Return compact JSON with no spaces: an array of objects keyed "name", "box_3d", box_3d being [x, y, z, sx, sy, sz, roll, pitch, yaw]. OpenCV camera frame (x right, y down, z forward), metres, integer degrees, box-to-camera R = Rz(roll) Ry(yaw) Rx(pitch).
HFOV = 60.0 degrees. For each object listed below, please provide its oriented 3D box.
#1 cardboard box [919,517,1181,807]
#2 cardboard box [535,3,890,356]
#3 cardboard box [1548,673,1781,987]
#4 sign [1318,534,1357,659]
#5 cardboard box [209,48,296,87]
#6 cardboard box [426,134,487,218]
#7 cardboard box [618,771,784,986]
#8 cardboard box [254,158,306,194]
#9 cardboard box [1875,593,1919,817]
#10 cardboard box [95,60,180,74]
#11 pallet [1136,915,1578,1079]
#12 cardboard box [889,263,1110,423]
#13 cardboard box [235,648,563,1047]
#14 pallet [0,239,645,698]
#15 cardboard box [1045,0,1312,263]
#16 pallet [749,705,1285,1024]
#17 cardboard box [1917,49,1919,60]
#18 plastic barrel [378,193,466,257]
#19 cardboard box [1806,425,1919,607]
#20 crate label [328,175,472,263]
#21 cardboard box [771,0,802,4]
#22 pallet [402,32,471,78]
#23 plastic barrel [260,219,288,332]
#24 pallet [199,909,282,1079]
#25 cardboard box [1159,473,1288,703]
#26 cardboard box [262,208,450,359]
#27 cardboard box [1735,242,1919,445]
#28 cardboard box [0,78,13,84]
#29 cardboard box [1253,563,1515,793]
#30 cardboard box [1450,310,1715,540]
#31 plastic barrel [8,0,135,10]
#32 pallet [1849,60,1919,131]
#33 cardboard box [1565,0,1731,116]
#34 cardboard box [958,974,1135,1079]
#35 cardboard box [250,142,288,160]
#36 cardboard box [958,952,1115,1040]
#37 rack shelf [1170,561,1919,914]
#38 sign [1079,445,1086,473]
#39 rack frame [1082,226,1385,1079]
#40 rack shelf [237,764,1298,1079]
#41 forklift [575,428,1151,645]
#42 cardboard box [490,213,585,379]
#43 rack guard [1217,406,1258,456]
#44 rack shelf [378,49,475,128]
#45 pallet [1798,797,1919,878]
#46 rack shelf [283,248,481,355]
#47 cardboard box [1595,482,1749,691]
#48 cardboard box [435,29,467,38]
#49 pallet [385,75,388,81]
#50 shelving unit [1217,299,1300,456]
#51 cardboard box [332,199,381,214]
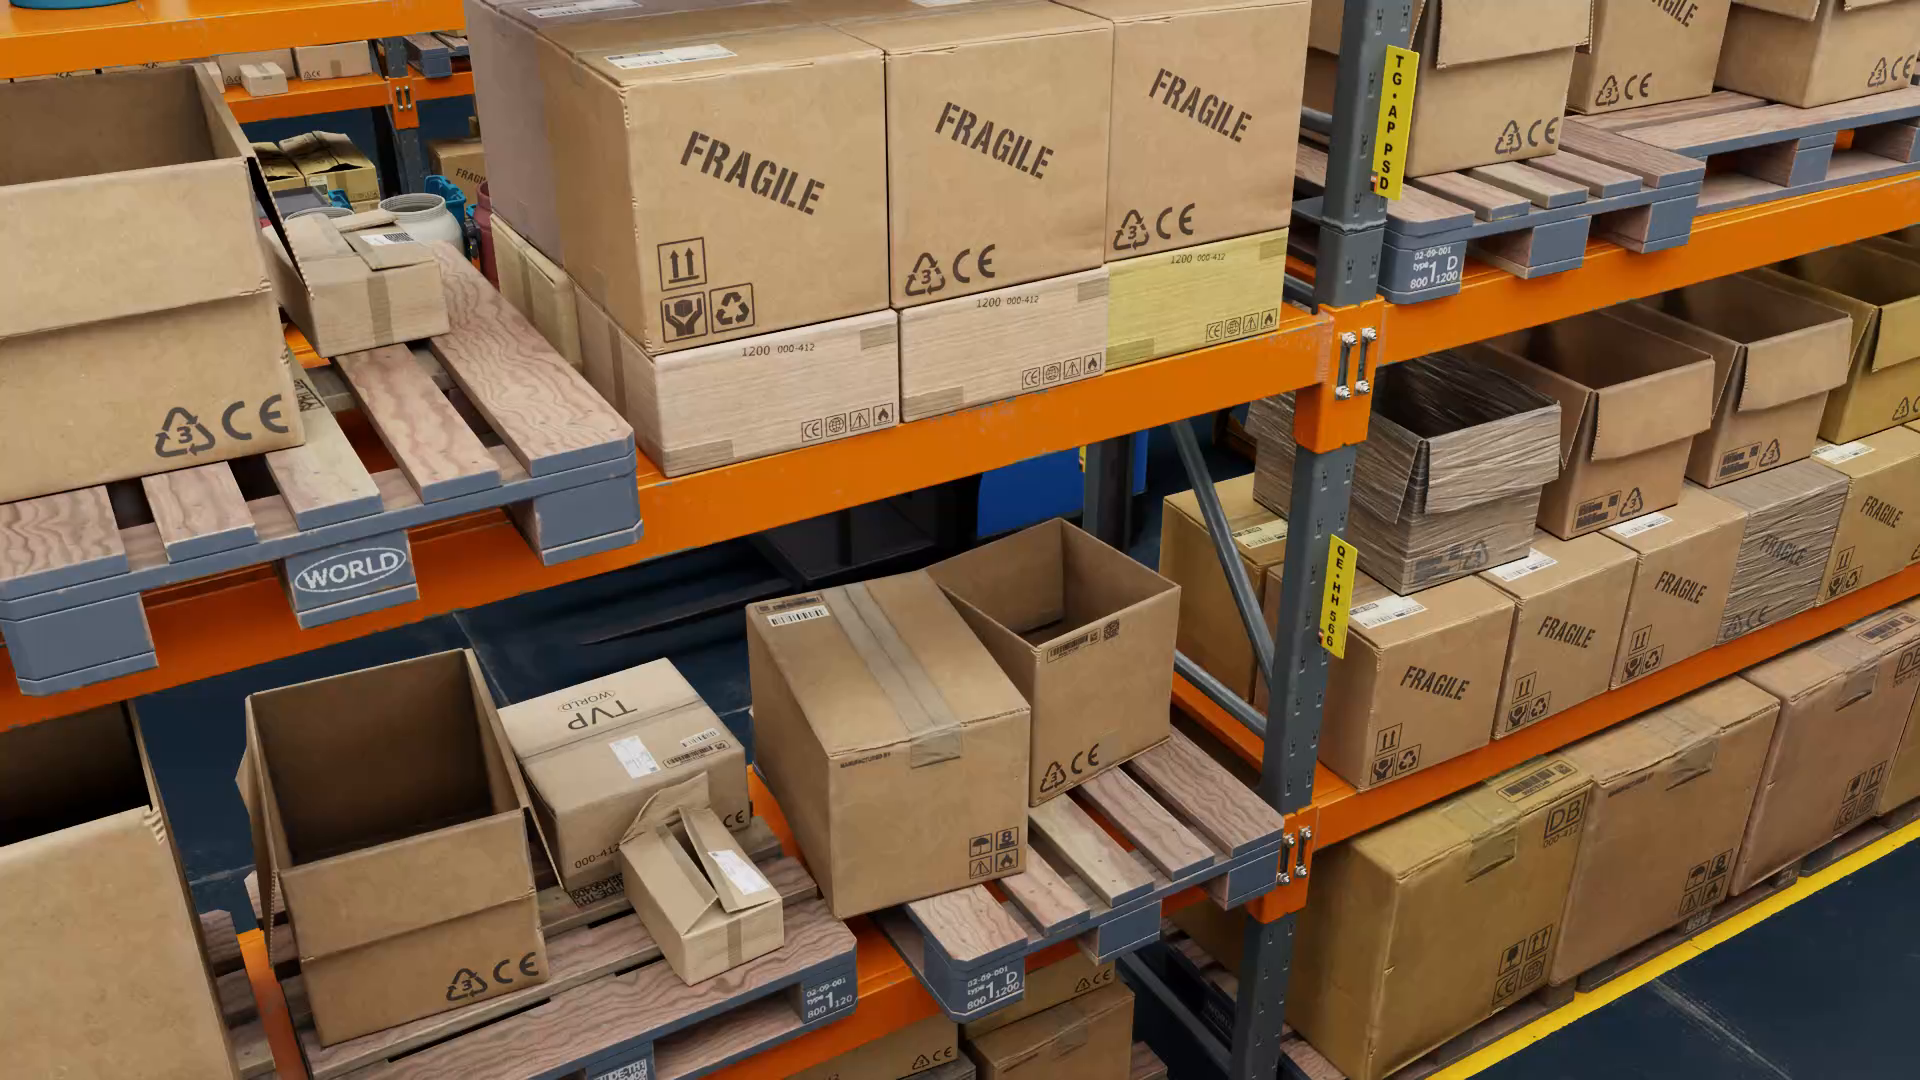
[{"name":"cardboard box","box_3d":[0.236,0.316,4.535,0.500,0.500,0.500,-20,35,-32]},{"name":"cardboard box","box_3d":[-0.474,-0.715,3.216,0.500,0.500,0.500,-15,32,-25]},{"name":"cardboard box","box_3d":[2.060,0.766,6.022,0.875,0.875,1.225,-16,33,-26]},{"name":"sign","box_3d":[0.965,0.146,4.264,0.005,0.325,0.100,-16,33,-26]},{"name":"cardboard box","box_3d":[-5.203,-3.556,12.181,0.500,0.311,0.500,-16,33,-27]},{"name":"cardboard box","box_3d":[-3.796,-2.824,12.894,0.500,0.500,0.500,-14,32,-24]},{"name":"cardboard box","box_3d":[-0.619,0.790,3.918,0.258,0.266,0.396,-17,33,-28]},{"name":"cardboard box","box_3d":[-5.105,-2.598,12.183,0.500,0.311,0.500,-16,33,-27]},{"name":"cardboard box","box_3d":[3.589,0.327,6.817,0.875,0.875,1.225,-16,33,-26]},{"name":"cardboard box","box_3d":[-5.772,-3.359,11.629,0.500,0.500,0.500,-18,34,-29]},{"name":"pallet","box_3d":[1.400,1.454,5.897,1.213,0.211,1.003,-16,33,-26]},{"name":"cardboard box","box_3d":[-0.025,-0.507,3.615,0.500,0.250,0.500,-16,33,-27]},{"name":"cardboard box","box_3d":[-1.319,0.682,3.868,0.637,0.503,0.797,-12,31,-21]},{"name":"pallet","box_3d":[-1.288,-0.219,3.132,1.003,0.211,1.213,-16,33,-26]},{"name":"cardboard box","box_3d":[0.397,-0.960,3.660,0.500,0.500,0.500,-15,32,-25]},{"name":"pallet","box_3d":[0.121,0.698,4.580,1.003,0.211,1.213,-16,33,-26]},{"name":"cardboard box","box_3d":[3.139,-1.811,5.481,0.500,0.311,0.500,-17,33,-28]},{"name":"plastic barrel","box_3d":[-2.606,-1.377,8.024,0.421,0.512,0.421,0,29,0]},{"name":"cardboard box","box_3d":[2.988,-0.151,5.815,0.500,0.500,0.500,-16,33,-27]},{"name":"crate label","box_3d":[-2.821,-1.554,8.424,0.616,0.435,0.502,-16,33,-26]},{"name":"cardboard box","box_3d":[-0.293,-1.051,3.824,0.500,0.500,0.500,-16,33,-26]},{"name":"pallet","box_3d":[-3.785,-3.844,12.810,1.003,0.211,1.213,-16,33,-26]},{"name":"plastic barrel","box_3d":[-3.335,-1.177,7.638,0.433,0.535,0.433,0,29,0]},{"name":"pallet","box_3d":[-2.034,1.331,3.432,1.213,0.211,1.003,-16,33,-26]},{"name":"cardboard box","box_3d":[0.982,0.127,5.312,0.500,0.500,0.500,-15,32,-25]},{"name":"cardboard box","box_3d":[-1.201,-0.522,3.293,0.250,0.166,0.380,-17,33,-28]},{"name":"cardboard box","box_3d":[2.986,-0.744,5.853,0.637,0.503,0.797,-15,32,-26]},{"name":"cardboard box","box_3d":[-6.658,-3.108,11.173,0.500,0.500,0.500,-13,32,-23]},{"name":"cardboard box","box_3d":[1.239,0.345,4.916,0.500,0.500,0.500,-15,32,-25]},{"name":"cardboard box","box_3d":[1.884,-0.419,5.263,0.637,0.503,0.797,-15,32,-25]},{"name":"plastic barrel","box_3d":[-3.820,-2.757,7.018,0.708,0.901,0.600,-16,33,-26]},{"name":"pallet","box_3d":[3.365,-1.569,5.582,1.217,0.209,0.805,-17,33,-28]},{"name":"cardboard box","box_3d":[1.871,-1.573,4.854,0.500,0.500,0.500,-14,32,-24]},{"name":"cardboard box","box_3d":[0.114,1.469,5.116,0.500,0.500,0.700,-18,33,-29]},{"name":"cardboard box","box_3d":[-5.383,-2.821,12.587,0.500,0.311,0.500,-17,33,-28]},{"name":"cardboard box","box_3d":[0.119,1.145,4.927,0.500,0.250,0.500,-14,32,-24]},{"name":"rack shelf","box_3d":[2.406,0.220,5.991,4.000,0.370,1.077,-16,33,-26]},{"name":"sign","box_3d":[0.398,-0.343,5.068,0.005,0.325,0.100,-16,33,-26]},{"name":"rack frame","box_3d":[0.682,0.395,4.930,0.127,3.000,1.000,-16,33,-26]},{"name":"rack shelf","box_3d":[-1.043,1.199,4.217,4.000,0.370,1.077,-16,33,-26]},{"name":"forklift","box_3d":[-0.545,-1.130,7.765,3.031,2.935,1.130,-16,33,-26]},{"name":"cardboard box","box_3d":[-0.734,-0.589,3.763,0.500,0.250,0.500,-15,32,-25]},{"name":"rack guard","box_3d":[1.688,-0.583,9.547,0.087,0.250,0.587,-16,33,-26]},{"name":"rack shelf","box_3d":[-2.609,-3.908,13.471,4.000,0.370,1.077,-16,33,-26]},{"name":"pallet","box_3d":[3.503,0.857,6.979,1.213,0.211,1.003,-16,33,-26]},{"name":"rack shelf","box_3d":[-3.552,-0.864,7.956,4.000,0.370,1.077,-16,33,-26]},{"name":"cardboard box","box_3d":[2.122,0.091,5.377,0.500,0.500,0.500,-16,33,-27]},{"name":"cardboard box","box_3d":[-3.848,-4.162,12.648,0.700,0.500,0.500,22,36,34]},{"name":"pallet","box_3d":[-6.129,-4.736,17.114,1.213,0.211,1.003,-16,33,-26]},{"name":"shelving unit","box_3d":[1.257,-1.010,9.027,1.083,1.500,0.587,-16,33,-26]},{"name":"cardboard box","box_3d":[-4.664,-2.483,12.555,0.500,0.250,0.500,-15,32,-25]}]
